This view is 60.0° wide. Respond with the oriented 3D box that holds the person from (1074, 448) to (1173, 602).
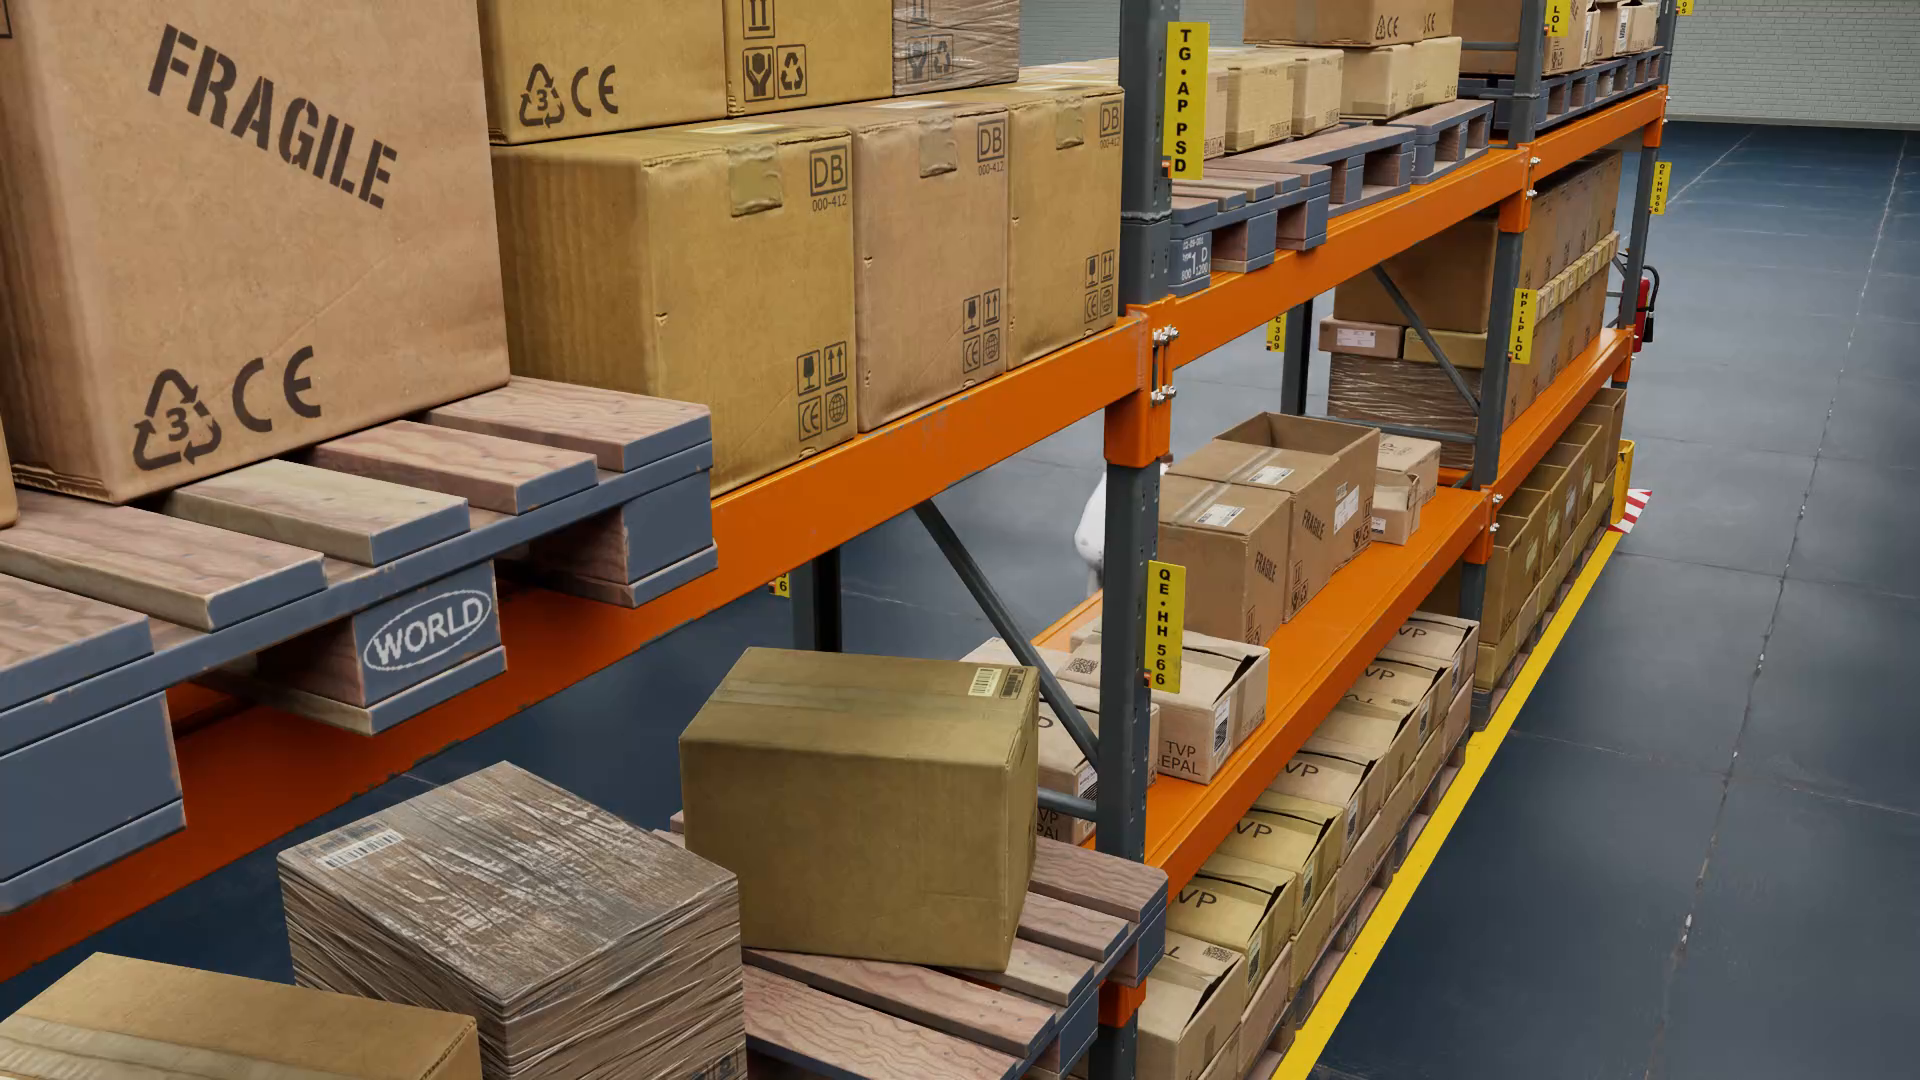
[{"bbox_3d":[0.960,0.057,9.158,0.589,0.970,0.934,10,22,27],"label":"person"}]
